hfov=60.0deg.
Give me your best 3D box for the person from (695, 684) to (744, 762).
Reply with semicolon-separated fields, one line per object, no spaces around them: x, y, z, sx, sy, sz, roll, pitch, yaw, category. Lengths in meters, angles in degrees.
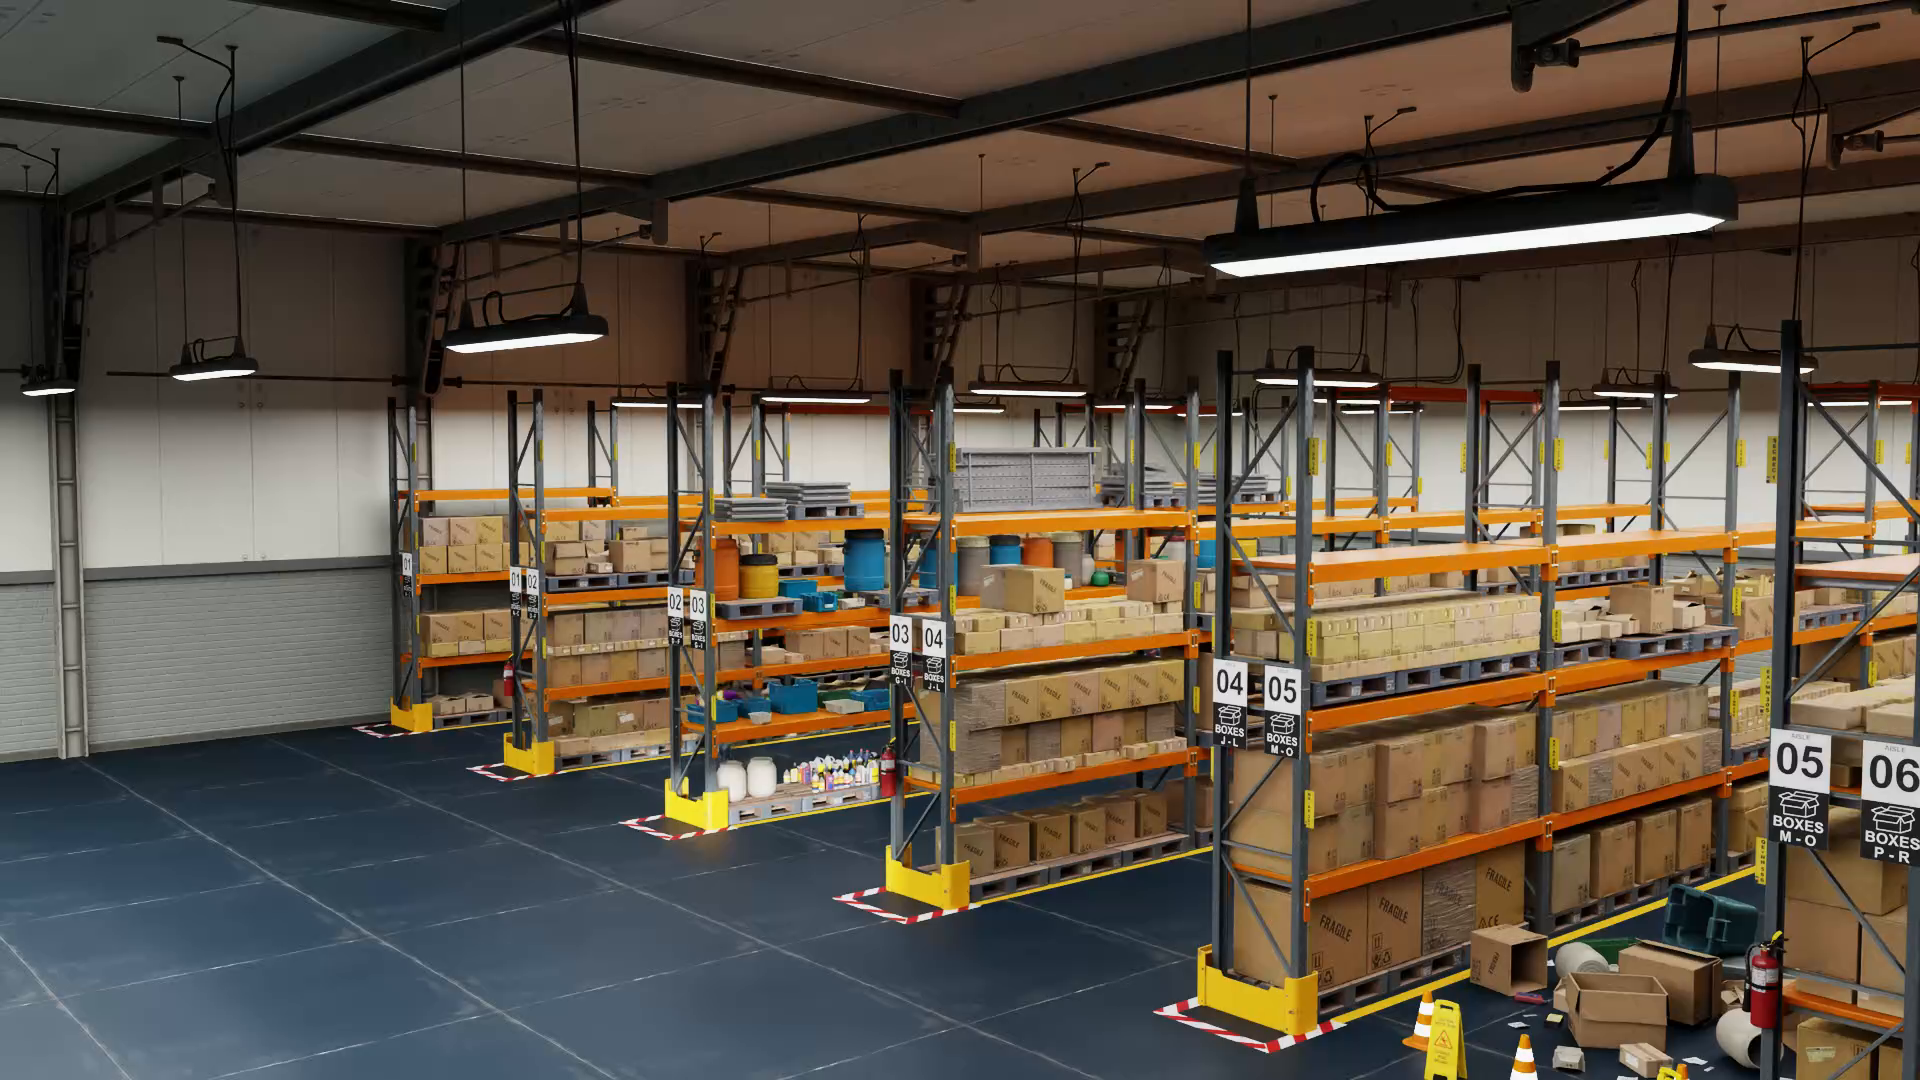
-3.734;2.902;25.755;0.711;1.484;1.017;1;3;9;person
